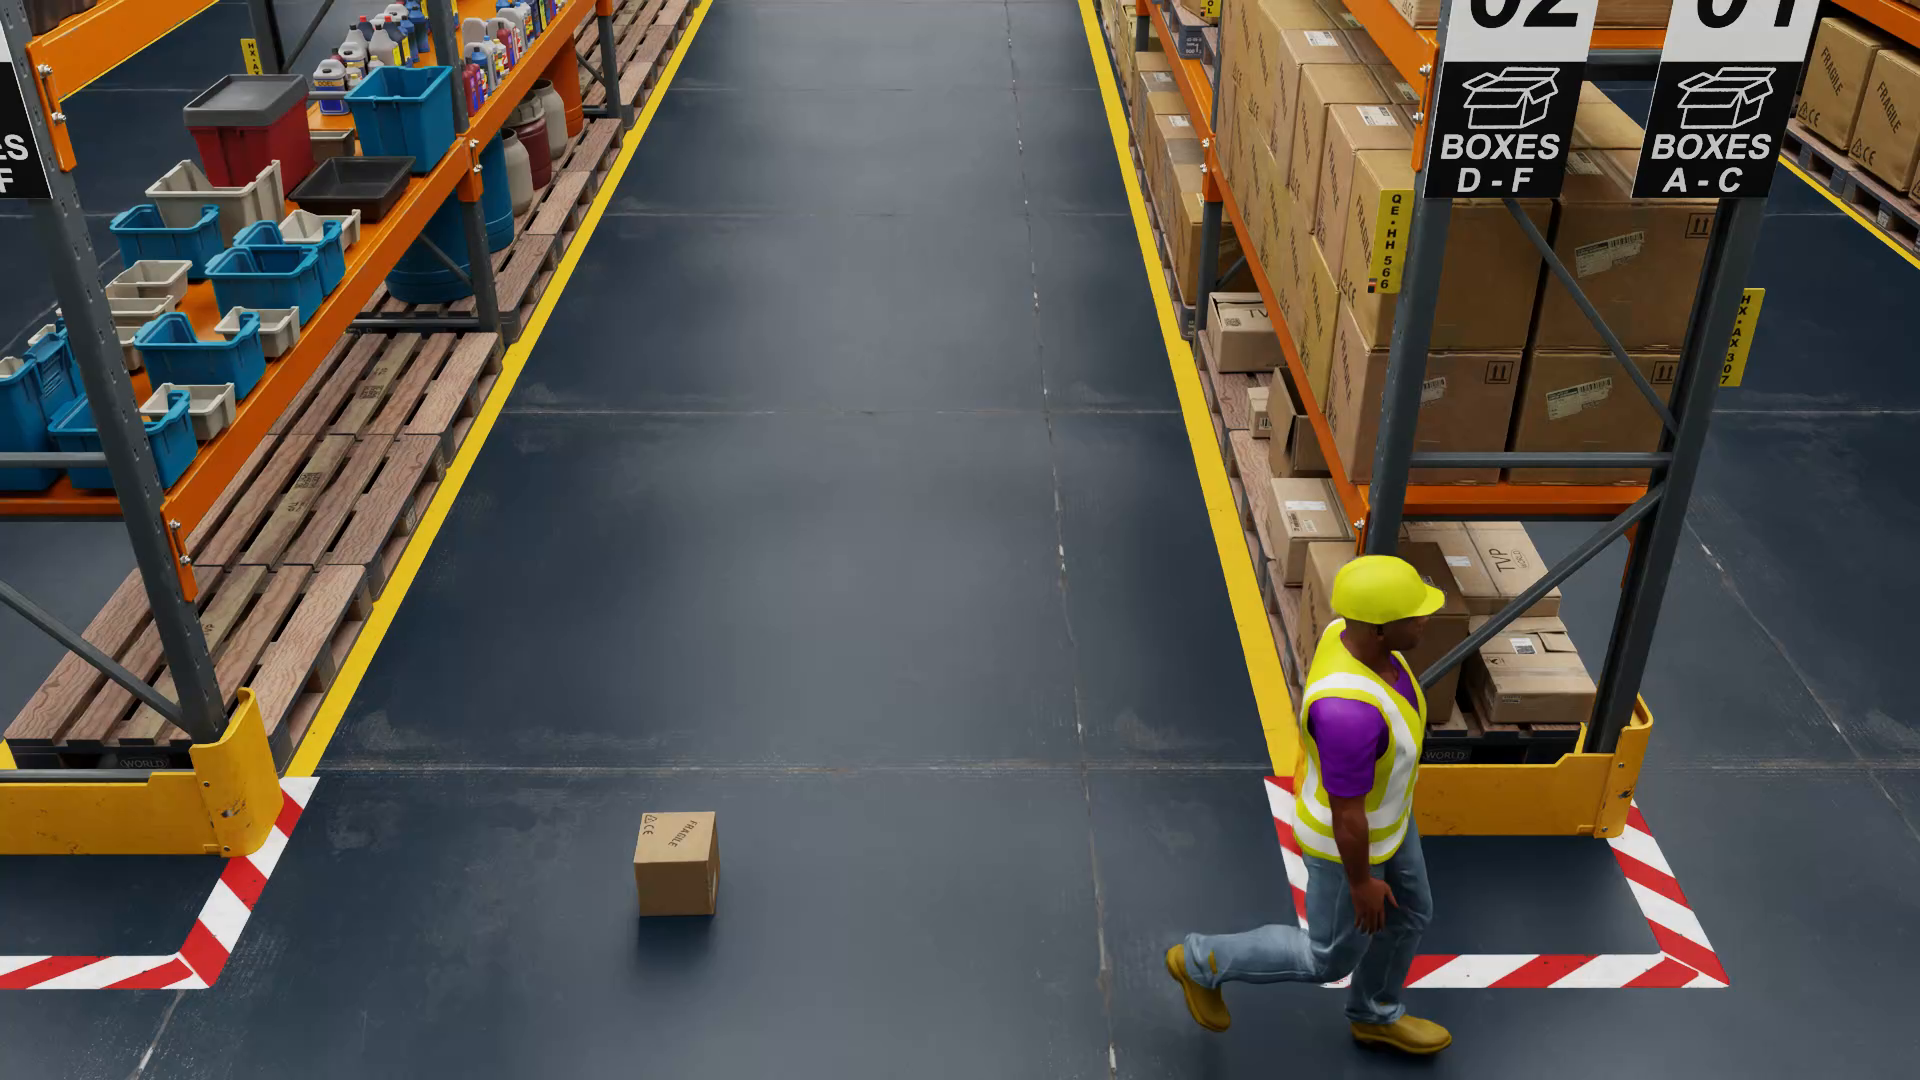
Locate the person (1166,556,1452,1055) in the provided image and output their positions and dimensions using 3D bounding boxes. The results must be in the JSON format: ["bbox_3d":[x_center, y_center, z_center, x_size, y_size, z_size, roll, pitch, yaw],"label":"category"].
[{"bbox_3d":[-0.911,-3.310,11.523,10.569,1.730,13.641,12,33,19],"label":"person"}]
